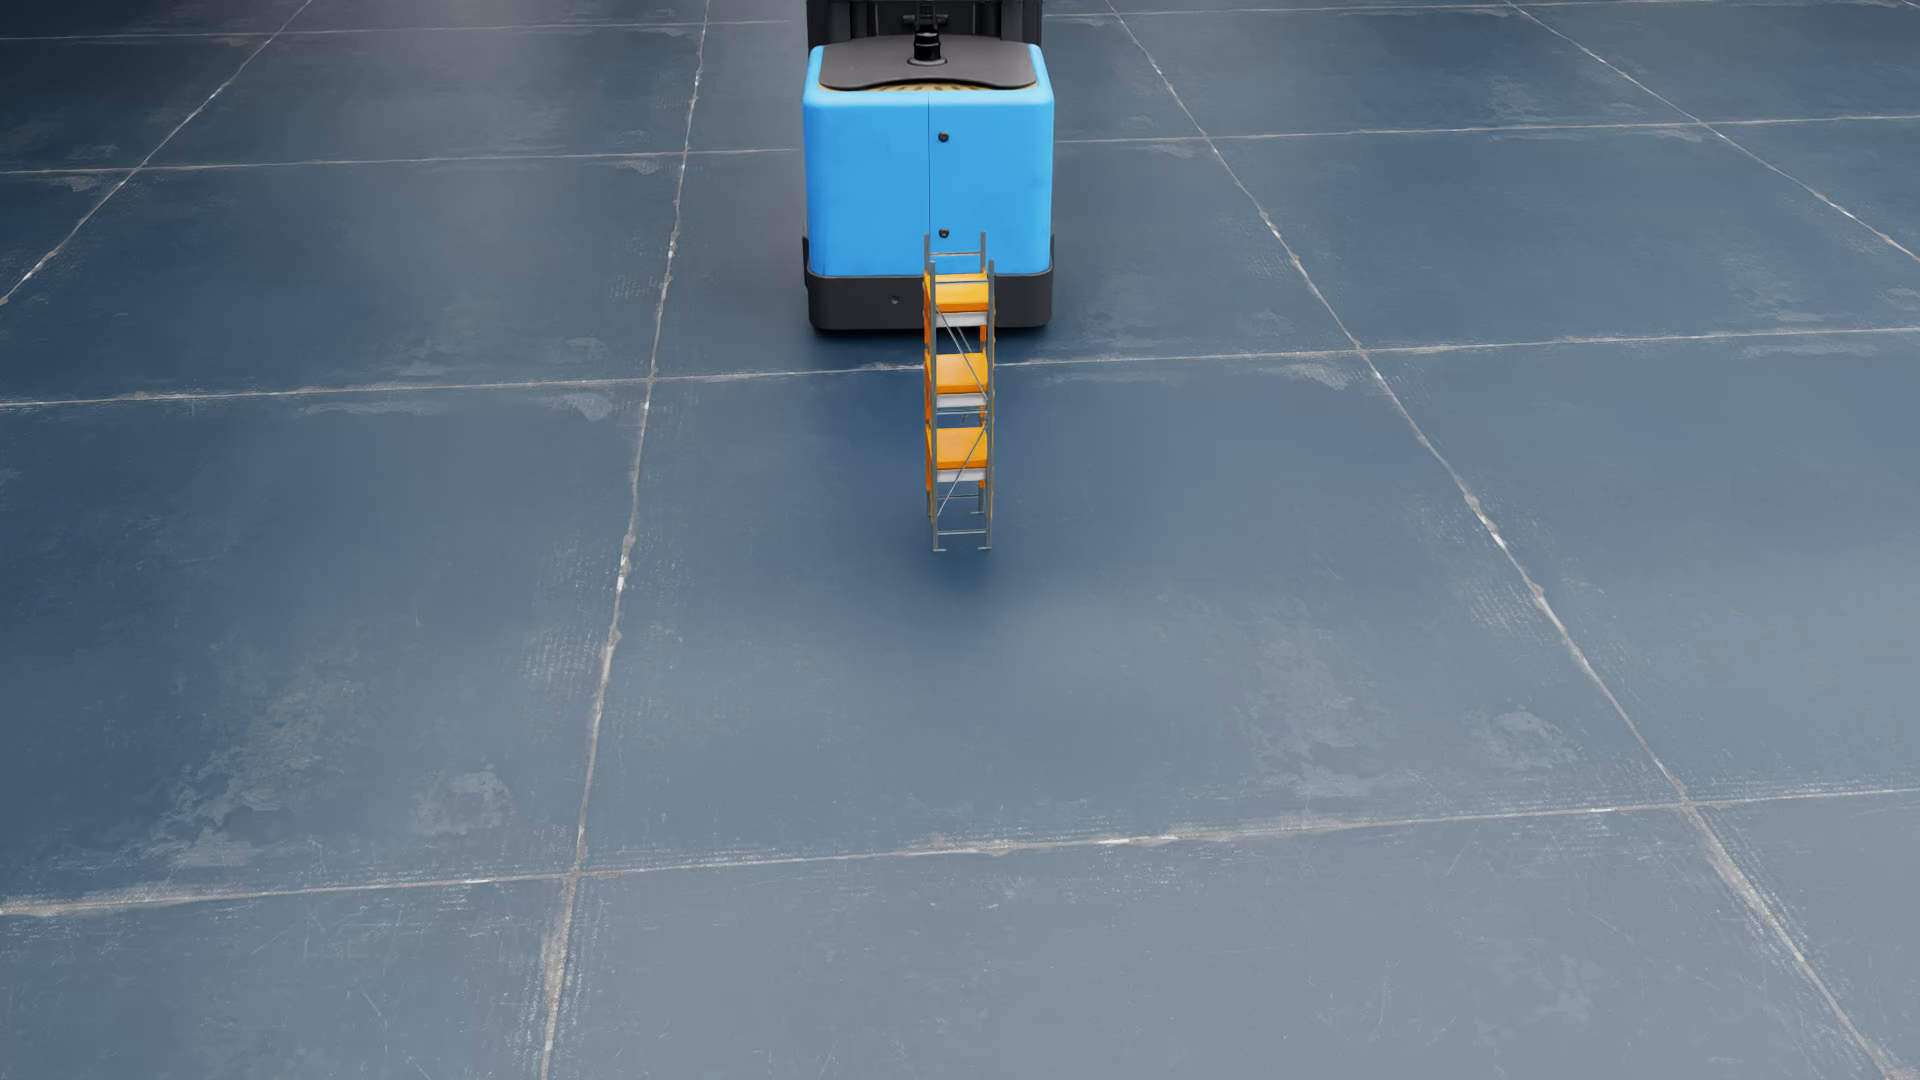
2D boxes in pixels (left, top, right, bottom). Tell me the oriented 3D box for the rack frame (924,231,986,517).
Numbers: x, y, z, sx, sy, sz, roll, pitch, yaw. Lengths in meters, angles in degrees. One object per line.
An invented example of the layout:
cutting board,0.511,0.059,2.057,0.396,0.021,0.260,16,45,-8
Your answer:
rack frame,-0.016,-0.540,5.631,0.200,1.050,0.008,-3,31,-5

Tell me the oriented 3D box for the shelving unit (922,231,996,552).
shelving unit,-0.005,-0.478,5.527,0.215,1.050,0.252,-3,31,-5

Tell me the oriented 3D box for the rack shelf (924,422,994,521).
rack shelf,-0.005,-0.230,5.674,0.215,0.259,0.240,-3,31,-5

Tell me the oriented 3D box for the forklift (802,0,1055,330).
forklift,-0.172,-2.878,7.711,1.130,2.935,3.031,-1,31,-2

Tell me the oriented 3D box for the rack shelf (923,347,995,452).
rack shelf,-0.005,-0.469,5.532,0.215,0.259,0.240,-3,31,-5

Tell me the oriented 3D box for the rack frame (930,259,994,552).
rack frame,0.006,-0.416,5.422,0.200,1.050,0.008,-3,31,-5

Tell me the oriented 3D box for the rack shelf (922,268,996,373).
rack shelf,-0.005,-0.713,5.386,0.215,0.259,0.240,-3,31,-5
